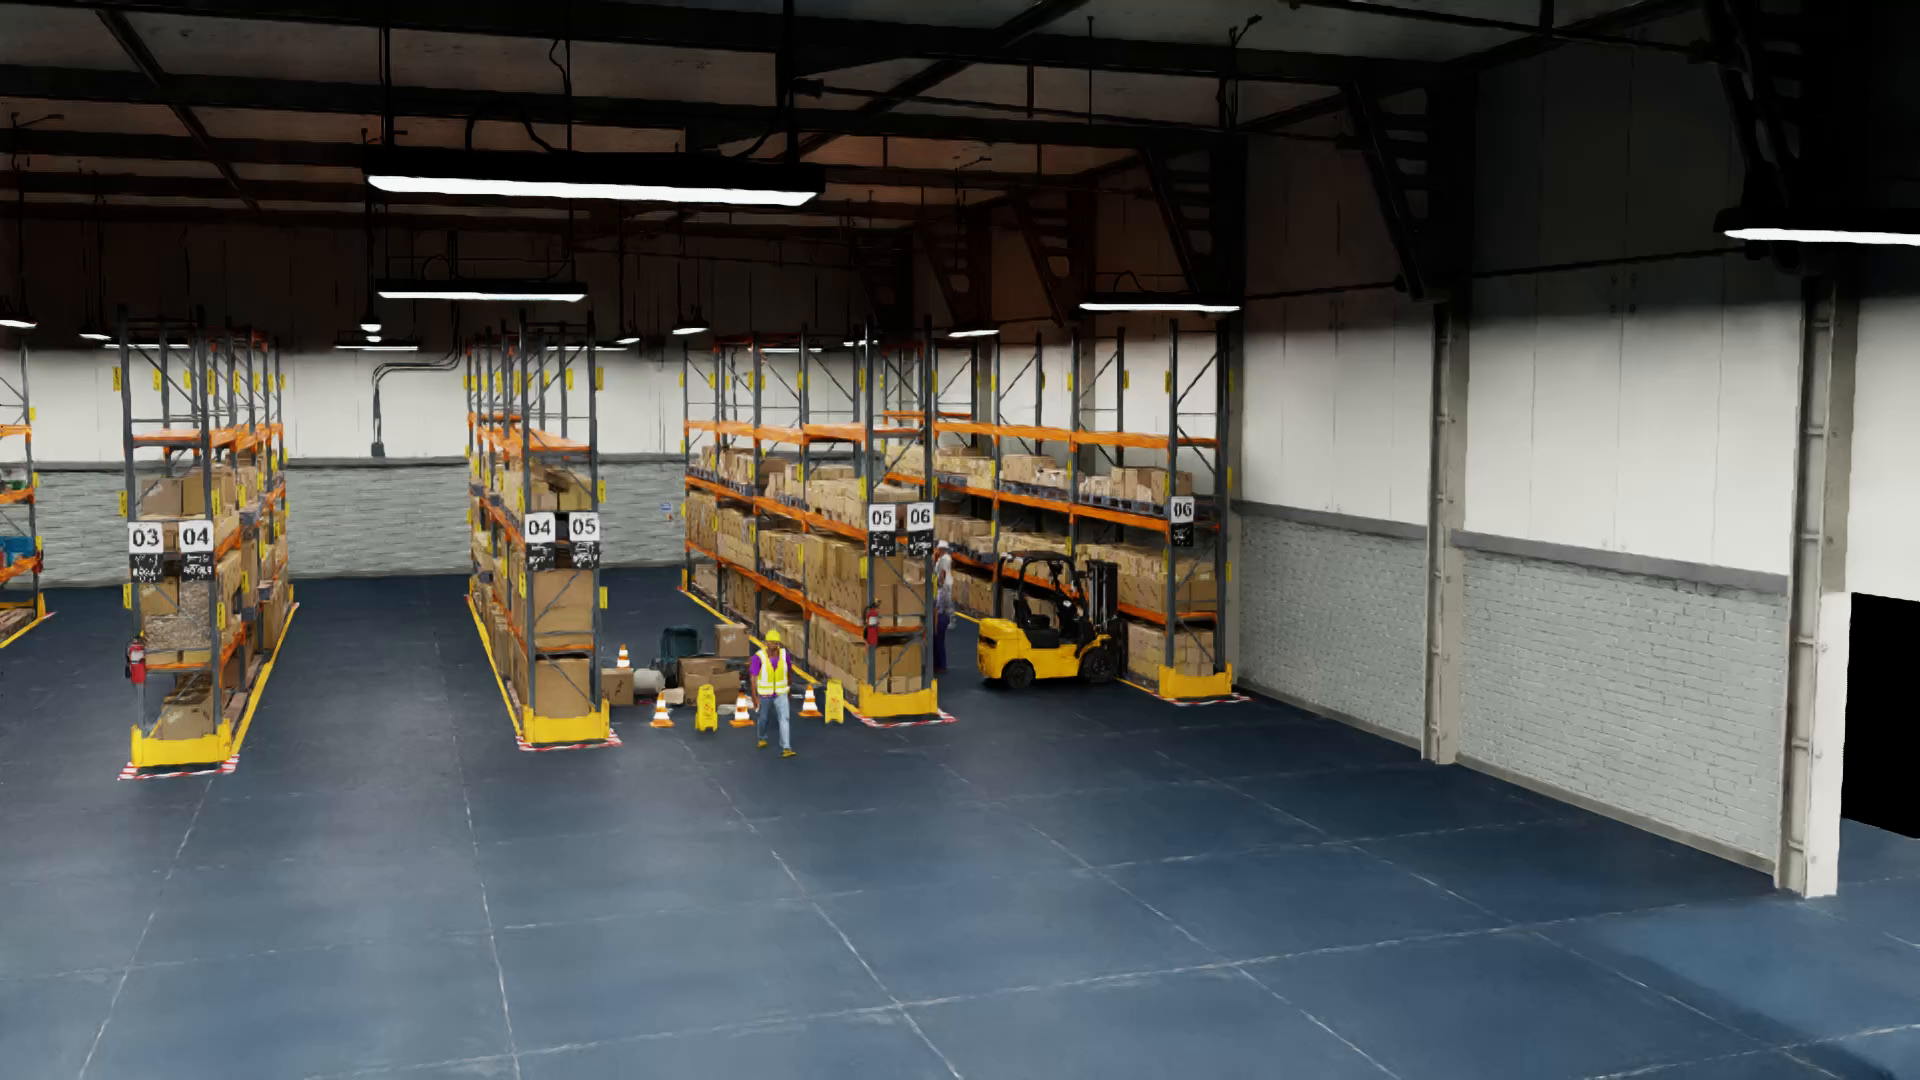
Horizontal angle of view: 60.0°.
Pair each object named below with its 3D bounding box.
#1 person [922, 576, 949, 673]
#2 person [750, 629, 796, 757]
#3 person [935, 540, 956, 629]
[{"bbox_3d":[-0.432,1.455,28.751,0.474,1.640,0.523,1,6,11],"label":"person"},{"bbox_3d":[-2.528,2.033,22.345,0.577,1.691,1.121,-2,6,-16],"label":"person"},{"bbox_3d":[-0.363,0.889,33.862,0.594,1.782,0.675,0,5,3],"label":"person"}]
